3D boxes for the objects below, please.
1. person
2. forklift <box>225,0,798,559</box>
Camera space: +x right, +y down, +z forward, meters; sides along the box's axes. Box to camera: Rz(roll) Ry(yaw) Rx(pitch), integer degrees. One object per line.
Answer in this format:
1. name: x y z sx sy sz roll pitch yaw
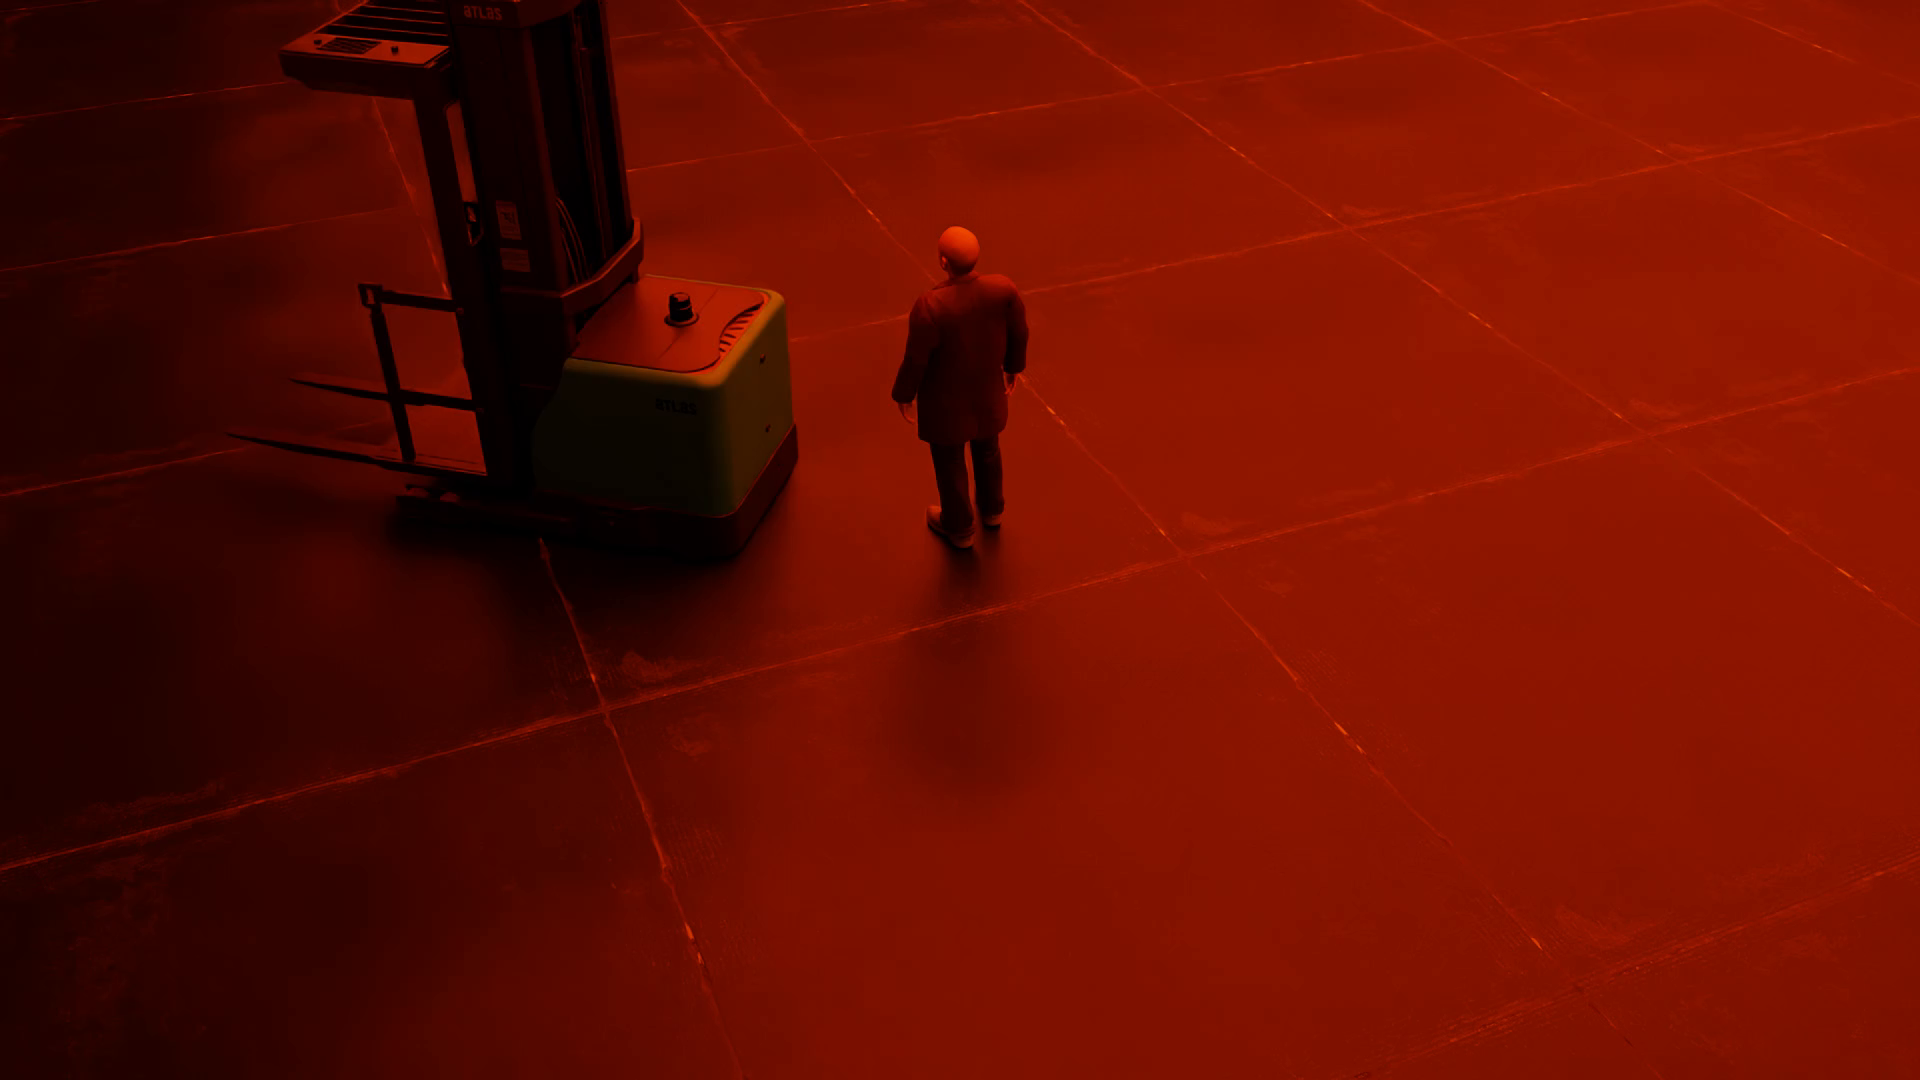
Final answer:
1. person: -0.032 -0.780 8.179 0.696 1.777 0.579 -14 38 -19
2. forklift: -2.462 -1.561 8.294 3.031 2.935 1.130 9 36 12
